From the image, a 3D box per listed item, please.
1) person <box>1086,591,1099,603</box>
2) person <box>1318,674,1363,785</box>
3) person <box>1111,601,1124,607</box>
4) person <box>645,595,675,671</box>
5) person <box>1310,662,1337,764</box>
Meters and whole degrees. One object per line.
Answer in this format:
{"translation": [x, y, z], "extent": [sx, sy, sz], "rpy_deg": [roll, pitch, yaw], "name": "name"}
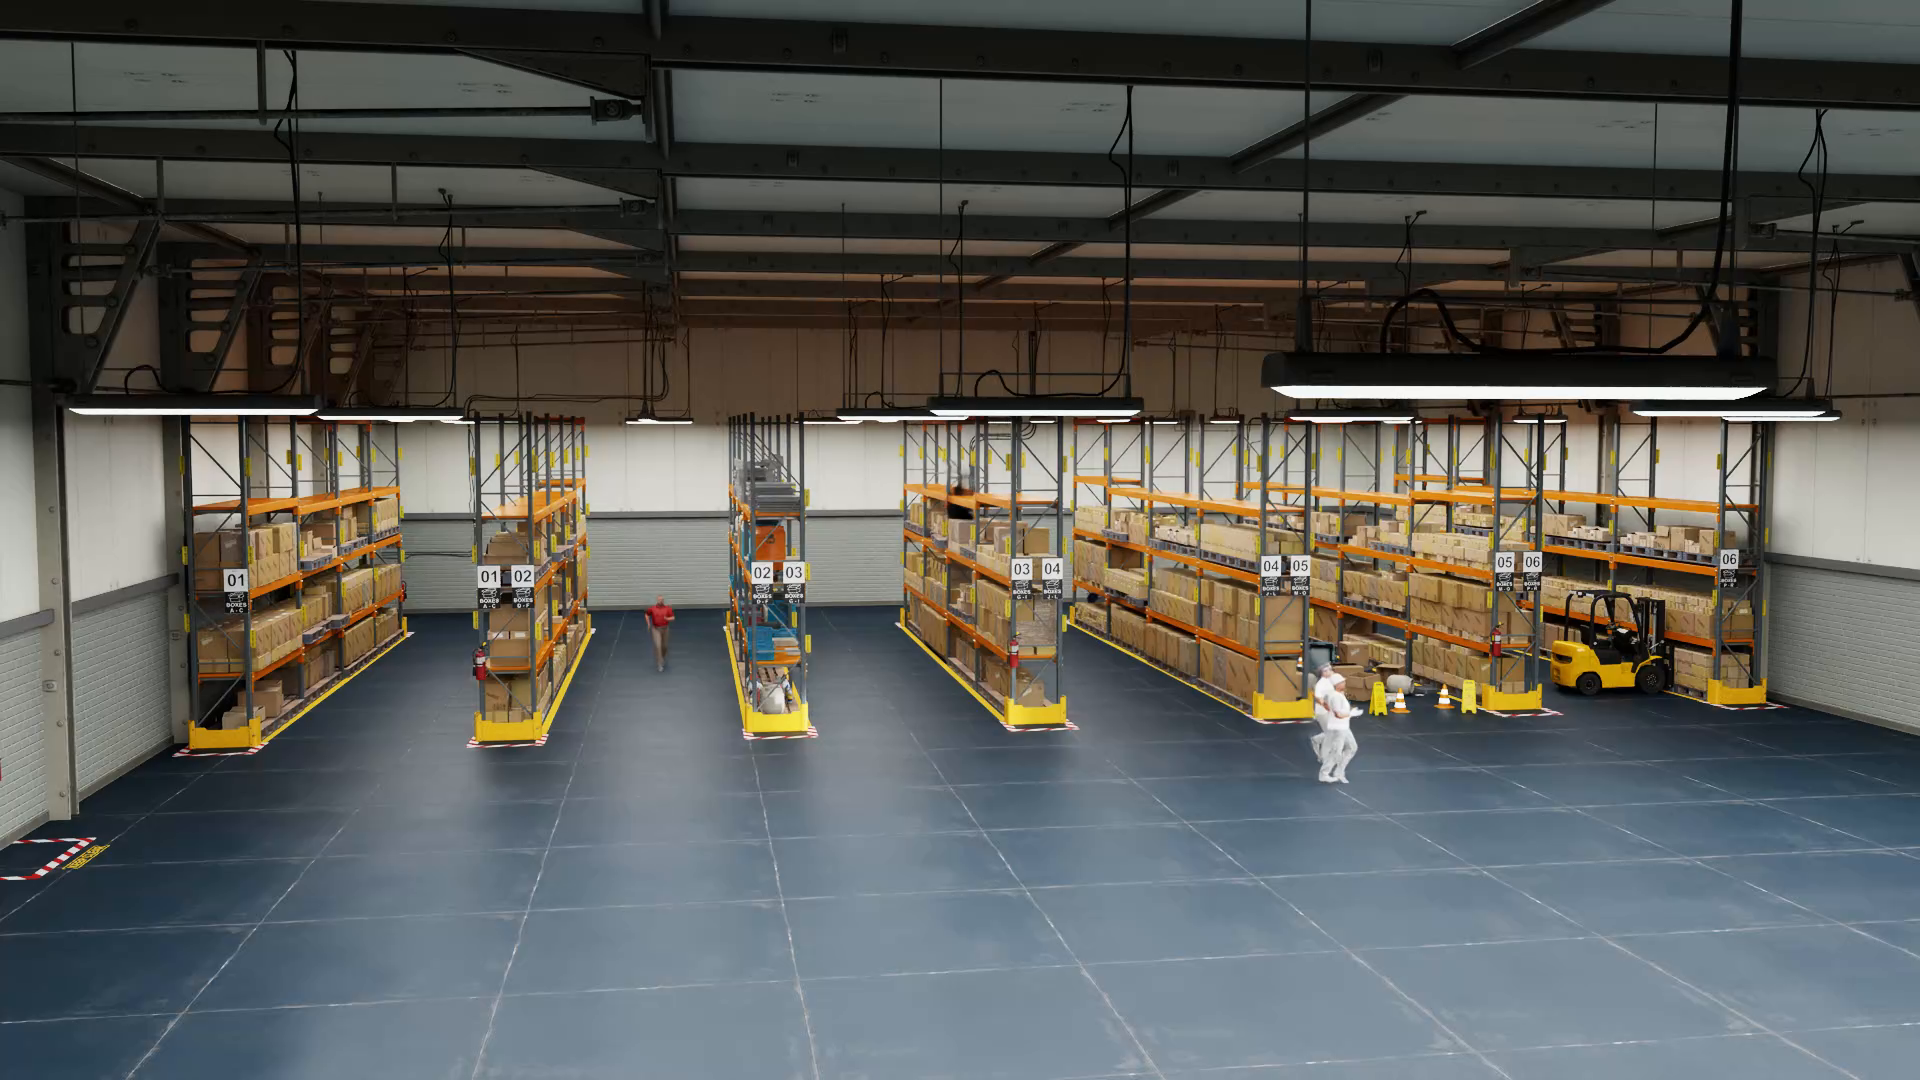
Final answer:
{"translation": [4.059, 1.558, 49.849], "extent": [0.702, 1.578, 0.754], "rpy_deg": [1, 4, 9], "name": "person"}
{"translation": [6.086, 3.031, 26.554], "extent": [0.685, 1.806, 0.659], "rpy_deg": [1, 4, 17], "name": "person"}
{"translation": [4.661, 1.433, 50.112], "extent": [0.774, 1.828, 0.638], "rpy_deg": [0, 4, -6], "name": "person"}
{"translation": [-7.073, 2.168, 39.296], "extent": [0.658, 1.729, 0.976], "rpy_deg": [-1, 4, -20], "name": "person"}
{"translation": [6.256, 2.939, 28.292], "extent": [0.557, 1.743, 0.665], "rpy_deg": [2, 4, 27], "name": "person"}
